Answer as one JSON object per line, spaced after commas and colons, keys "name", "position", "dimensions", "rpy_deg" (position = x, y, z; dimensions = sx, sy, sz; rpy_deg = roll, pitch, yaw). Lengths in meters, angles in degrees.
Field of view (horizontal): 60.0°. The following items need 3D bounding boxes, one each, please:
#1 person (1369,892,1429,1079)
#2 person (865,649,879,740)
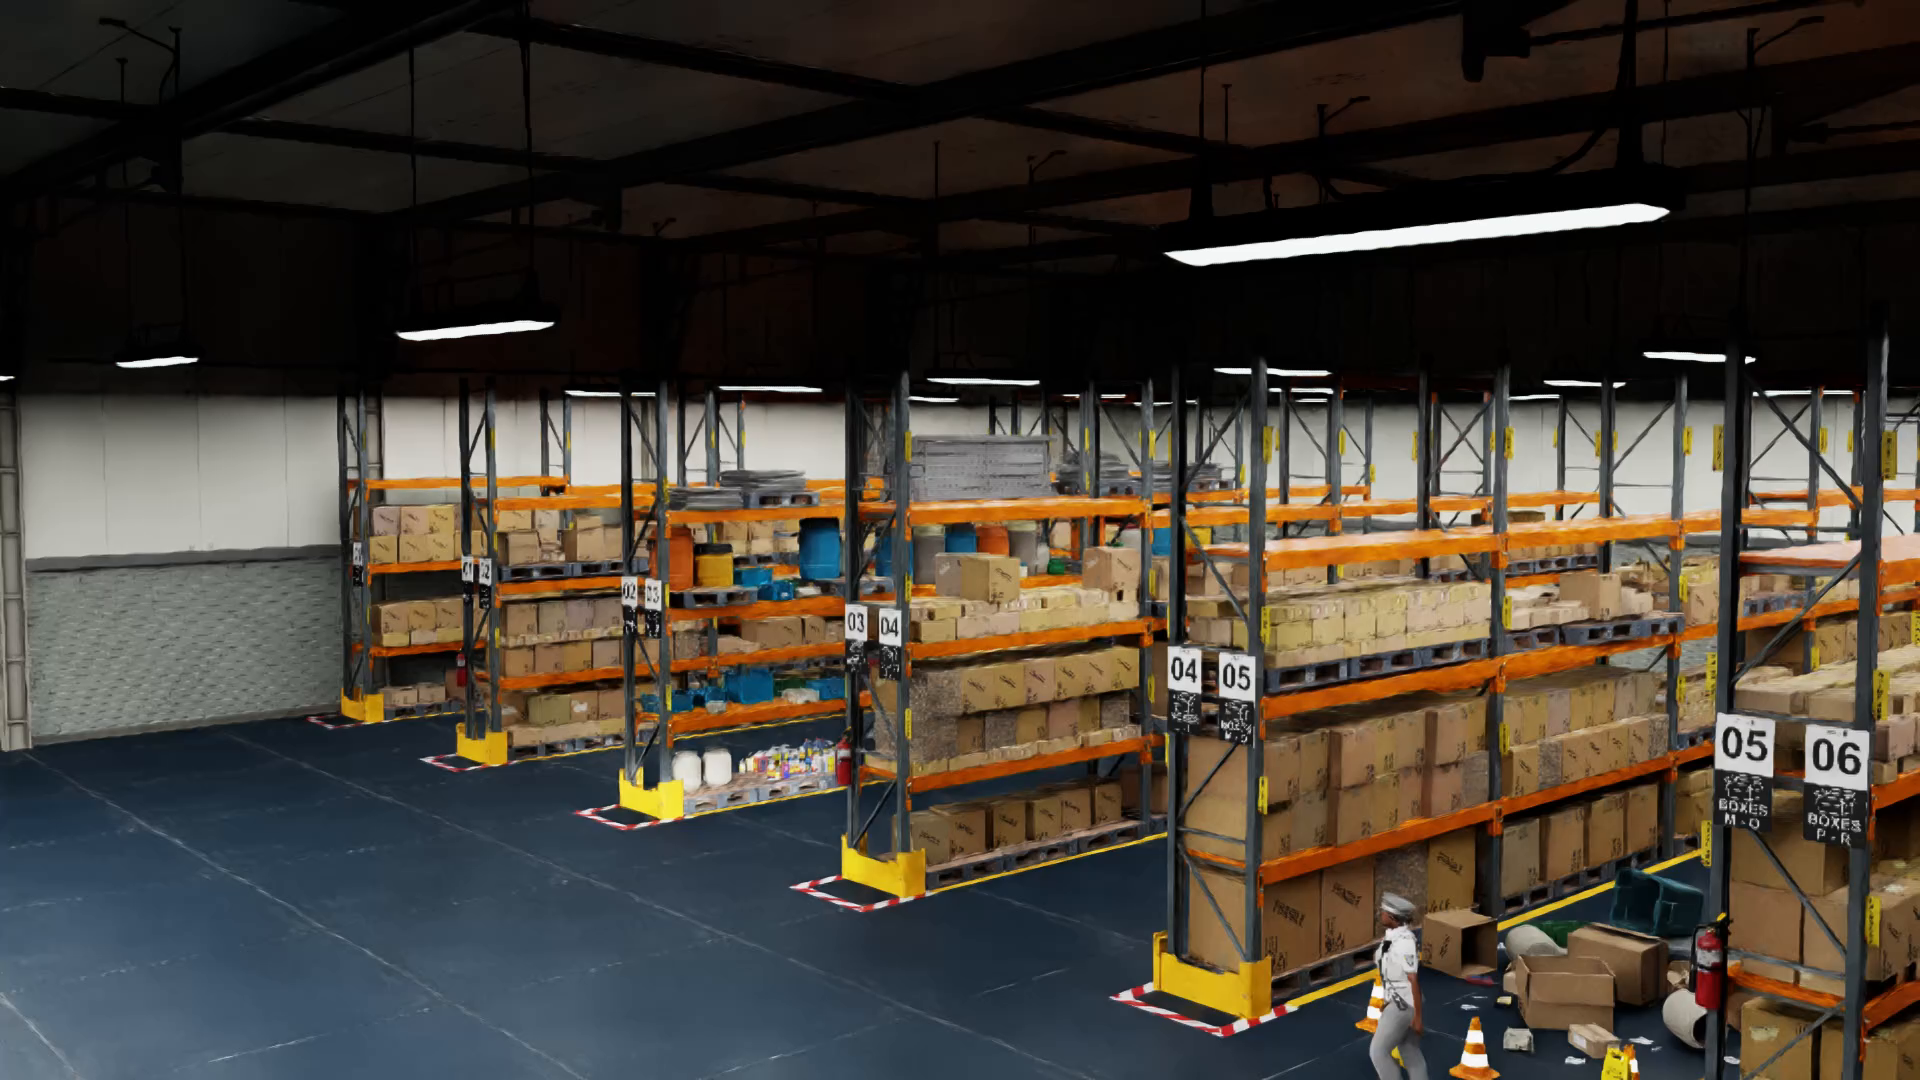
{"name": "person", "position": [3.319, 3.500, 12.477], "dimensions": [0.475, 1.669, 0.569], "rpy_deg": [1, 4, 14]}
{"name": "person", "position": [-1.282, 2.468, 28.004], "dimensions": [1.115, 1.698, 0.543], "rpy_deg": [-3, 5, -40]}
